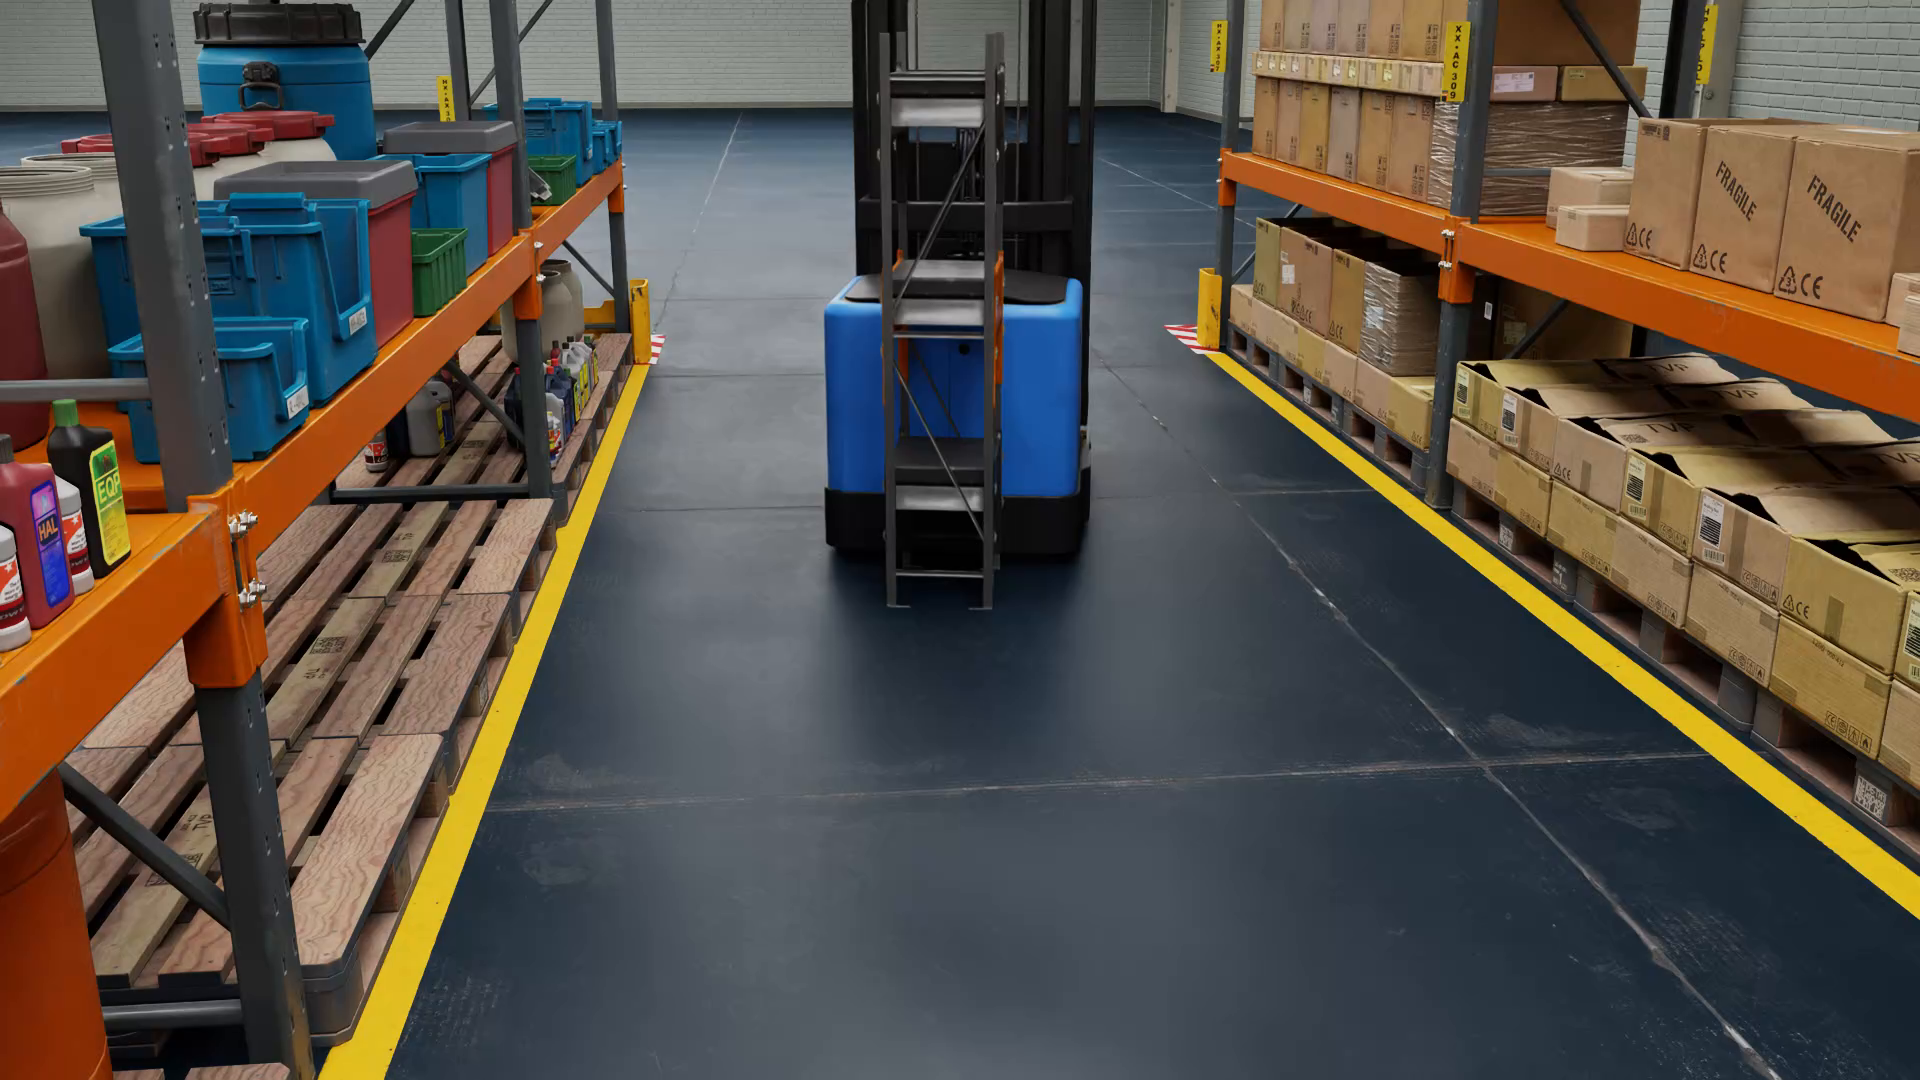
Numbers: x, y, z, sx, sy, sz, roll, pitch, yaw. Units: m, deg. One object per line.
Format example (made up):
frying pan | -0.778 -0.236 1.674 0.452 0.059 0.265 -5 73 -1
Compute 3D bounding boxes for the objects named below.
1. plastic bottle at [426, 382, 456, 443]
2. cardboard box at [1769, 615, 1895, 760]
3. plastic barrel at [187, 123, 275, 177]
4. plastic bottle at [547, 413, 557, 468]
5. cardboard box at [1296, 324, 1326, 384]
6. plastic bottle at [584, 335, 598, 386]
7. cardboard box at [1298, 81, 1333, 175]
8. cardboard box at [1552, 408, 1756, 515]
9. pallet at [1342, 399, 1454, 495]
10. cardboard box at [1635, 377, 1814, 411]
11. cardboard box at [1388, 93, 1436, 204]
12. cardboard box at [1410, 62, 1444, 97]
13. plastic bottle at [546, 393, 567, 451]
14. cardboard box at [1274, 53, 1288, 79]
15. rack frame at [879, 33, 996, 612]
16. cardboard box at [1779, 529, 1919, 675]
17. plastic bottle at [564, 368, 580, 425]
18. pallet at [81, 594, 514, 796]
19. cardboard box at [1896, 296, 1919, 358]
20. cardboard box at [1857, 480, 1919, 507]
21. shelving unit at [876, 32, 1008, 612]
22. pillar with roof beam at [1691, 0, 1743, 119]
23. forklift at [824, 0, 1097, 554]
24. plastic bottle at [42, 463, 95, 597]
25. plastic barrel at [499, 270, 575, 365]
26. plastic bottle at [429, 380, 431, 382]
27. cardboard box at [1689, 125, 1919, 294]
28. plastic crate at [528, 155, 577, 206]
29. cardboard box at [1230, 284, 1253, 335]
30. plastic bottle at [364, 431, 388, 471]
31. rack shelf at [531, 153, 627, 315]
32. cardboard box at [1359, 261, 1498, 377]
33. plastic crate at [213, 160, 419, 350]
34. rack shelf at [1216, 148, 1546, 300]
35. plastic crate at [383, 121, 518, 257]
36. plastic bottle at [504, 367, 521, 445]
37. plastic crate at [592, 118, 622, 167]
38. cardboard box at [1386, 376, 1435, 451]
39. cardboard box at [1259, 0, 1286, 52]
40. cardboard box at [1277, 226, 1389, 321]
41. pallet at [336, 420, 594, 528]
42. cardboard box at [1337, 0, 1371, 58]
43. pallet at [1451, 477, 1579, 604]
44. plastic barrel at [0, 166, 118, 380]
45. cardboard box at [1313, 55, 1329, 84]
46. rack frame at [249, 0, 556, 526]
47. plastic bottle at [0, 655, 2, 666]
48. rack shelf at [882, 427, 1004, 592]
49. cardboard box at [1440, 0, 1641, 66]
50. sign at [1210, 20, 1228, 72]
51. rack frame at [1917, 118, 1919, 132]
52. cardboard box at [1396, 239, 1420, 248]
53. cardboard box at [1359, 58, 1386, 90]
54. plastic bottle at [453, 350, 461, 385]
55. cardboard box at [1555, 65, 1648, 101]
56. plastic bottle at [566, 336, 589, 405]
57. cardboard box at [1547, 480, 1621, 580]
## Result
plastic bottle | -2.499 -0.608 7.919 0.152 0.276 0.135 -2 18 -6
cardboard box | 2.715 0.403 4.775 0.500 0.250 0.500 -2 18 -6
plastic barrel | -2.315 -1.000 5.128 0.433 0.535 0.433 0 17 0
plastic bottle | -1.868 -0.462 7.462 0.097 0.271 0.097 0 17 0
cardboard box | 2.231 -1.064 9.448 0.500 0.250 0.500 -2 18 -6
plastic bottle | -2.028 -0.983 9.102 0.061 0.283 0.133 -1 17 -4
cardboard box | 2.383 -2.393 9.625 0.700 0.500 0.500 -2 18 -5
cardboard box | 2.552 -0.319 6.139 0.500 0.311 0.500 -2 18 -7
pallet | 2.616 -0.505 8.434 1.003 0.211 1.213 -2 18 -6
cardboard box | 3.043 -0.487 6.673 0.500 0.311 0.500 -1 17 -4
cardboard box | 2.543 -1.934 8.163 0.700 0.500 0.500 -2 18 -6
cardboard box | 2.362 -2.181 7.866 0.380 0.149 0.250 -2 18 -7
plastic bottle | -1.929 -0.560 7.765 0.152 0.276 0.135 -1 17 -4
cardboard box | 2.124 -2.870 10.061 0.380 0.149 0.250 -2 18 -5
rack frame | -0.078 -0.736 6.017 0.400 2.100 0.015 1 17 5
cardboard box | 2.710 0.135 4.692 0.500 0.311 0.500 -2 18 -6
plastic bottle | -1.937 -0.719 8.261 0.061 0.283 0.133 -1 17 -3
pallet | -2.023 0.482 5.290 1.003 0.211 1.213 -2 18 -6
cardboard box | 2.701 -0.545 4.326 0.380 0.149 0.250 -2 18 -6
cardboard box | 3.194 -0.035 5.234 0.500 0.311 0.500 -2 18 -7
shelving unit | -0.057 -0.809 6.249 0.431 2.100 0.503 1 17 5
pillar with roof beam | 3.202 -7.278 15.337 9.100 9.000 0.400 -2 18 -6
forklift | 0.084 -1.735 7.811 1.130 2.935 3.031 1 17 5
plastic bottle | -1.399 -0.017 2.554 0.097 0.201 0.097 0 17 0
plastic barrel | -2.488 -1.308 9.787 0.421 0.512 0.421 0 17 0
plastic bottle | -2.677 -0.728 8.176 0.144 0.351 0.185 -2 18 -6
cardboard box | 2.825 -1.110 5.537 0.500 0.500 0.500 -2 18 -6
plastic crate | -2.131 -1.758 8.121 0.450 0.188 0.662 -2 18 -6
cardboard box | 2.078 -1.511 10.872 0.500 0.250 0.500 -2 18 -6
plastic bottle | -2.619 -0.419 7.441 0.097 0.201 0.097 0 17 0
rack shelf | -2.478 -1.698 8.779 1.077 0.370 4.000 -2 18 -6
cardboard box | 2.351 -1.124 8.388 0.500 0.500 0.500 -2 18 -6
plastic crate | -1.721 -0.775 4.532 0.402 0.464 0.583 -2 18 -6
rack shelf | 2.450 -1.850 9.263 1.077 0.370 4.000 -2 18 -6
plastic crate | -1.917 -1.341 6.335 0.402 0.464 0.583 -2 18 -6
plastic bottle | -2.085 -0.640 7.897 0.144 0.351 0.185 -2 18 -6
plastic crate | -2.335 -2.426 10.146 0.499 0.251 0.616 -2 18 -6
cardboard box | 2.391 -0.617 8.025 0.500 0.250 0.500 -2 18 -6
cardboard box | 2.284 -3.301 10.350 0.700 0.500 0.500 -2 18 -5
cardboard box | 2.195 -1.571 9.812 0.500 0.500 0.500 -2 18 -6
pallet | -2.299 -0.317 7.833 1.003 0.211 1.213 -2 18 -6
cardboard box | 2.449 -2.845 8.898 0.700 0.500 0.500 -2 18 -6
pallet | 2.771 -0.049 6.980 1.003 0.211 1.213 -2 18 -6
plastic barrel | -2.177 -0.607 3.916 0.421 0.512 0.421 0 17 0
cardboard box | 2.205 -2.639 9.326 0.380 0.149 0.250 -2 18 -6
rack frame | -2.271 -1.446 6.774 1.000 3.000 0.127 -2 18 -6
plastic bottle | -1.365 0.081 2.243 0.097 0.201 0.097 0 17 0
rack shelf | -0.057 -0.128 6.462 0.431 0.518 0.480 1 17 5
cardboard box | 2.604 -2.396 7.469 0.700 0.500 0.500 -2 18 -5
sign | 1.691 -3.225 10.863 0.100 0.325 0.005 -2 18 -6
rack frame | 7.170 -2.943 11.545 1.000 3.000 0.127 -2 18 -6
cardboard box | 2.763 -1.438 9.388 0.500 0.500 0.500 -2 18 -6
cardboard box | 2.285 -2.407 8.588 0.380 0.149 0.250 -1 17 -4
plastic bottle | -2.807 -0.996 9.161 0.097 0.271 0.097 0 17 0
cardboard box | 2.821 -2.041 7.420 0.380 0.149 0.250 -2 18 -6
plastic bottle | -2.024 -0.883 8.670 0.144 0.351 0.185 -1 17 -3
cardboard box | 2.559 -0.052 6.223 0.500 0.250 0.500 -2 18 -7
